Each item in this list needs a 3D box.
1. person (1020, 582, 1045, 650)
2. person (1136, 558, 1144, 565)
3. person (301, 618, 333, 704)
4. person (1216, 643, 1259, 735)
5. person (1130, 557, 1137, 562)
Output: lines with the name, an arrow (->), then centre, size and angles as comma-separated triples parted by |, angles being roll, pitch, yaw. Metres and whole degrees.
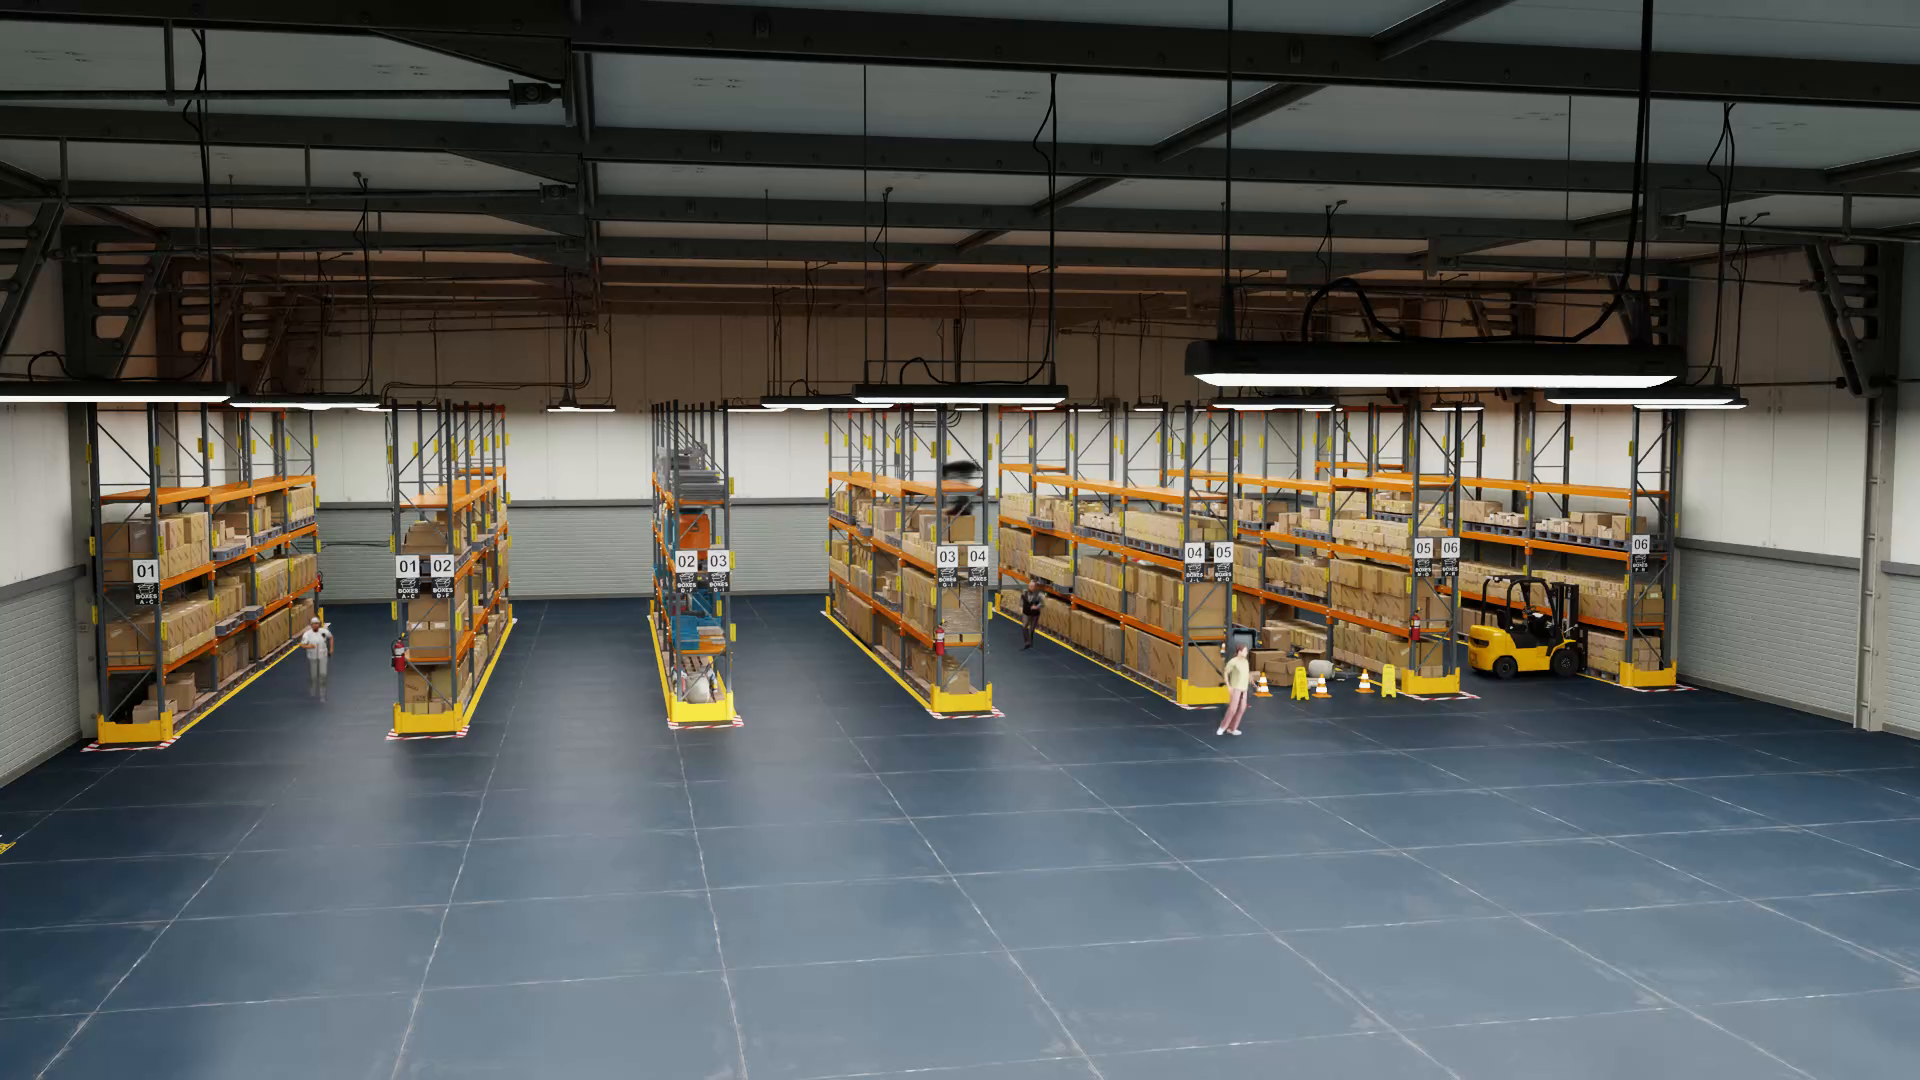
person -> 1.765, 1.825, 40.562 | 0.626, 1.663, 0.926 | 0, 4, 6
person -> 5.552, 1.146, 50.900 | 0.789, 1.496, 0.651 | -1, 4, -12
person -> -12.870, 2.389, 33.318 | 0.595, 1.708, 0.902 | -1, 5, -19
person -> 4.923, 2.671, 29.607 | 0.714, 1.645, 0.534 | -3, 5, -37
person -> 4.830, 1.319, 46.356 | 0.926, 1.740, 0.715 | 3, 5, 38
